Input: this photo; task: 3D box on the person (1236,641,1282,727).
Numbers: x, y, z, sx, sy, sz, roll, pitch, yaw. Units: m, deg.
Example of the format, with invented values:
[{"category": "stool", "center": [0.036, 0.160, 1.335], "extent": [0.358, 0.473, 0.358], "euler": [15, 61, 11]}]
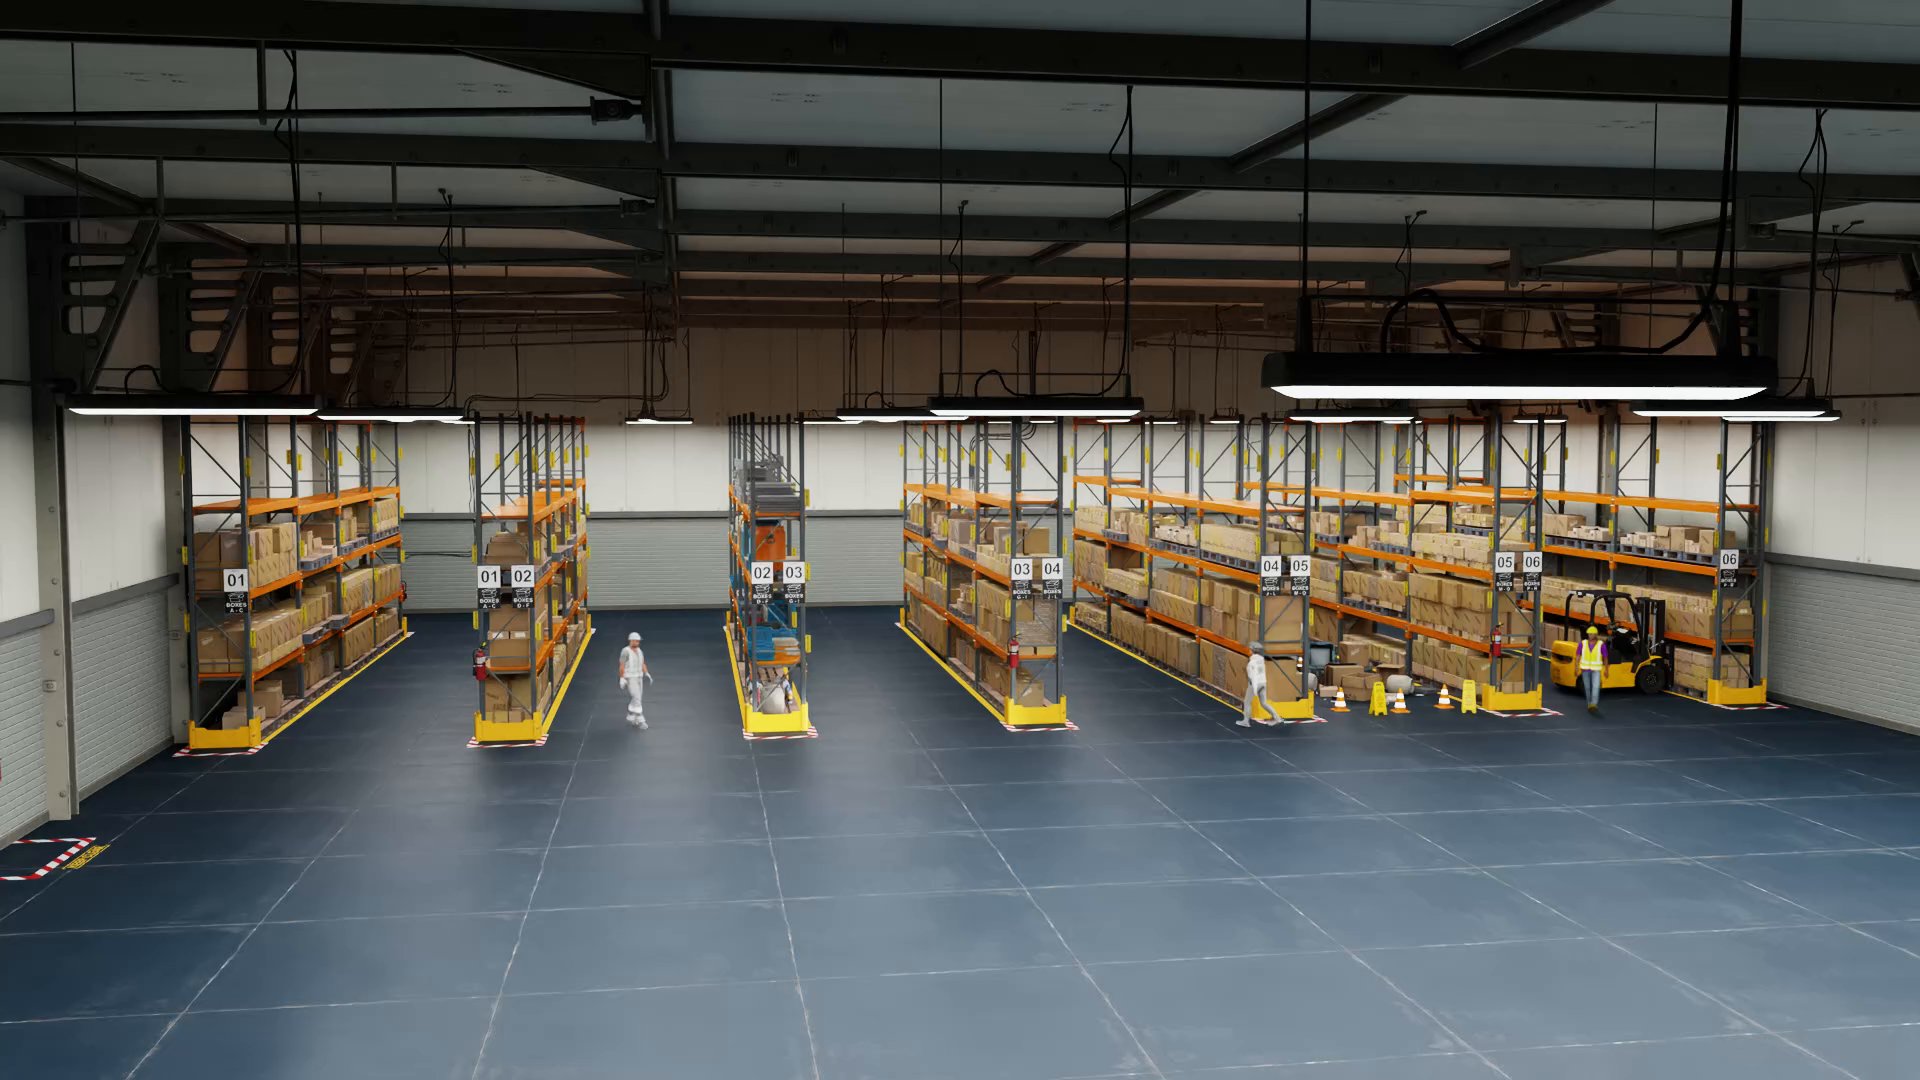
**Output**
[{"category": "person", "center": [5.691, 2.748, 31.580], "extent": [0.935, 1.645, 0.496], "euler": [4, 5, 44]}]

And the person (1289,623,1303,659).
[{"category": "person", "center": [8.112, 2.224, 39.697], "extent": [0.497, 1.703, 0.626], "euler": [-1, 4, -19]}]

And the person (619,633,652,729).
[{"category": "person", "center": [-6.139, 2.677, 31.797], "extent": [0.748, 1.791, 0.558], "euler": [2, 4, 30]}]

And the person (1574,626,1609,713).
[{"category": "person", "center": [12.571, 2.589, 33.180], "extent": [0.602, 1.708, 1.051], "euler": [3, 5, 35]}]

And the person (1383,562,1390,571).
[{"category": "person", "center": [13.229, 1.443, 51.356], "extent": [0.918, 1.551, 0.416], "euler": [-1, 4, -16]}]
